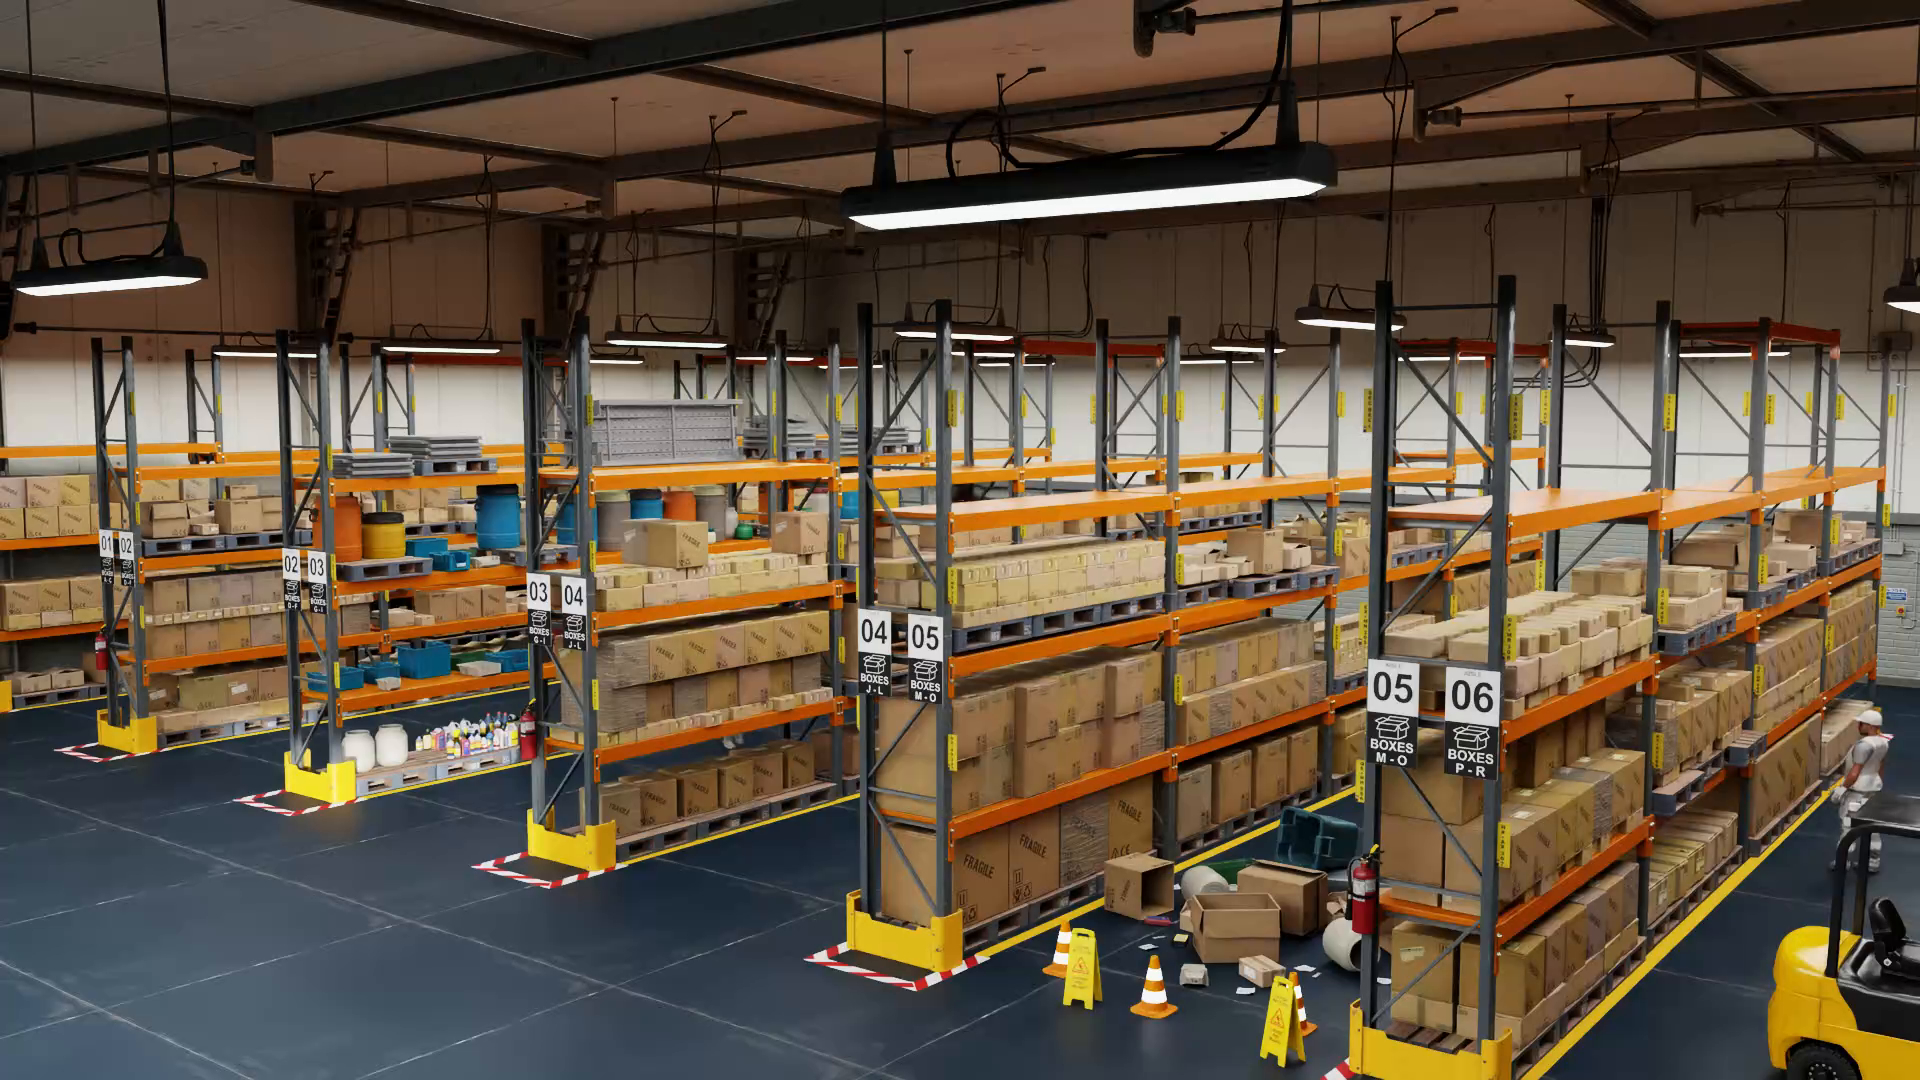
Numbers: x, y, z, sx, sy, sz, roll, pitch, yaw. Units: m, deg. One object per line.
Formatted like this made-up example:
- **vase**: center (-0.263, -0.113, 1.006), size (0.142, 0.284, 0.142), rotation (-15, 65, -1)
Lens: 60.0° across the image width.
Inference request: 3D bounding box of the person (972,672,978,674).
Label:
- **person**: center (0.261, 2.427, 21.822), size (0.362, 1.568, 0.479), rotation (2, 5, 19)

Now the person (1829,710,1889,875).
- **person**: center (9.691, 2.721, 17.951), size (0.656, 1.796, 0.465), rotation (-2, 5, -19)

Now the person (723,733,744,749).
- **person**: center (-3.339, 2.174, 24.309), size (0.549, 1.689, 0.481), rotation (-4, 7, -40)
